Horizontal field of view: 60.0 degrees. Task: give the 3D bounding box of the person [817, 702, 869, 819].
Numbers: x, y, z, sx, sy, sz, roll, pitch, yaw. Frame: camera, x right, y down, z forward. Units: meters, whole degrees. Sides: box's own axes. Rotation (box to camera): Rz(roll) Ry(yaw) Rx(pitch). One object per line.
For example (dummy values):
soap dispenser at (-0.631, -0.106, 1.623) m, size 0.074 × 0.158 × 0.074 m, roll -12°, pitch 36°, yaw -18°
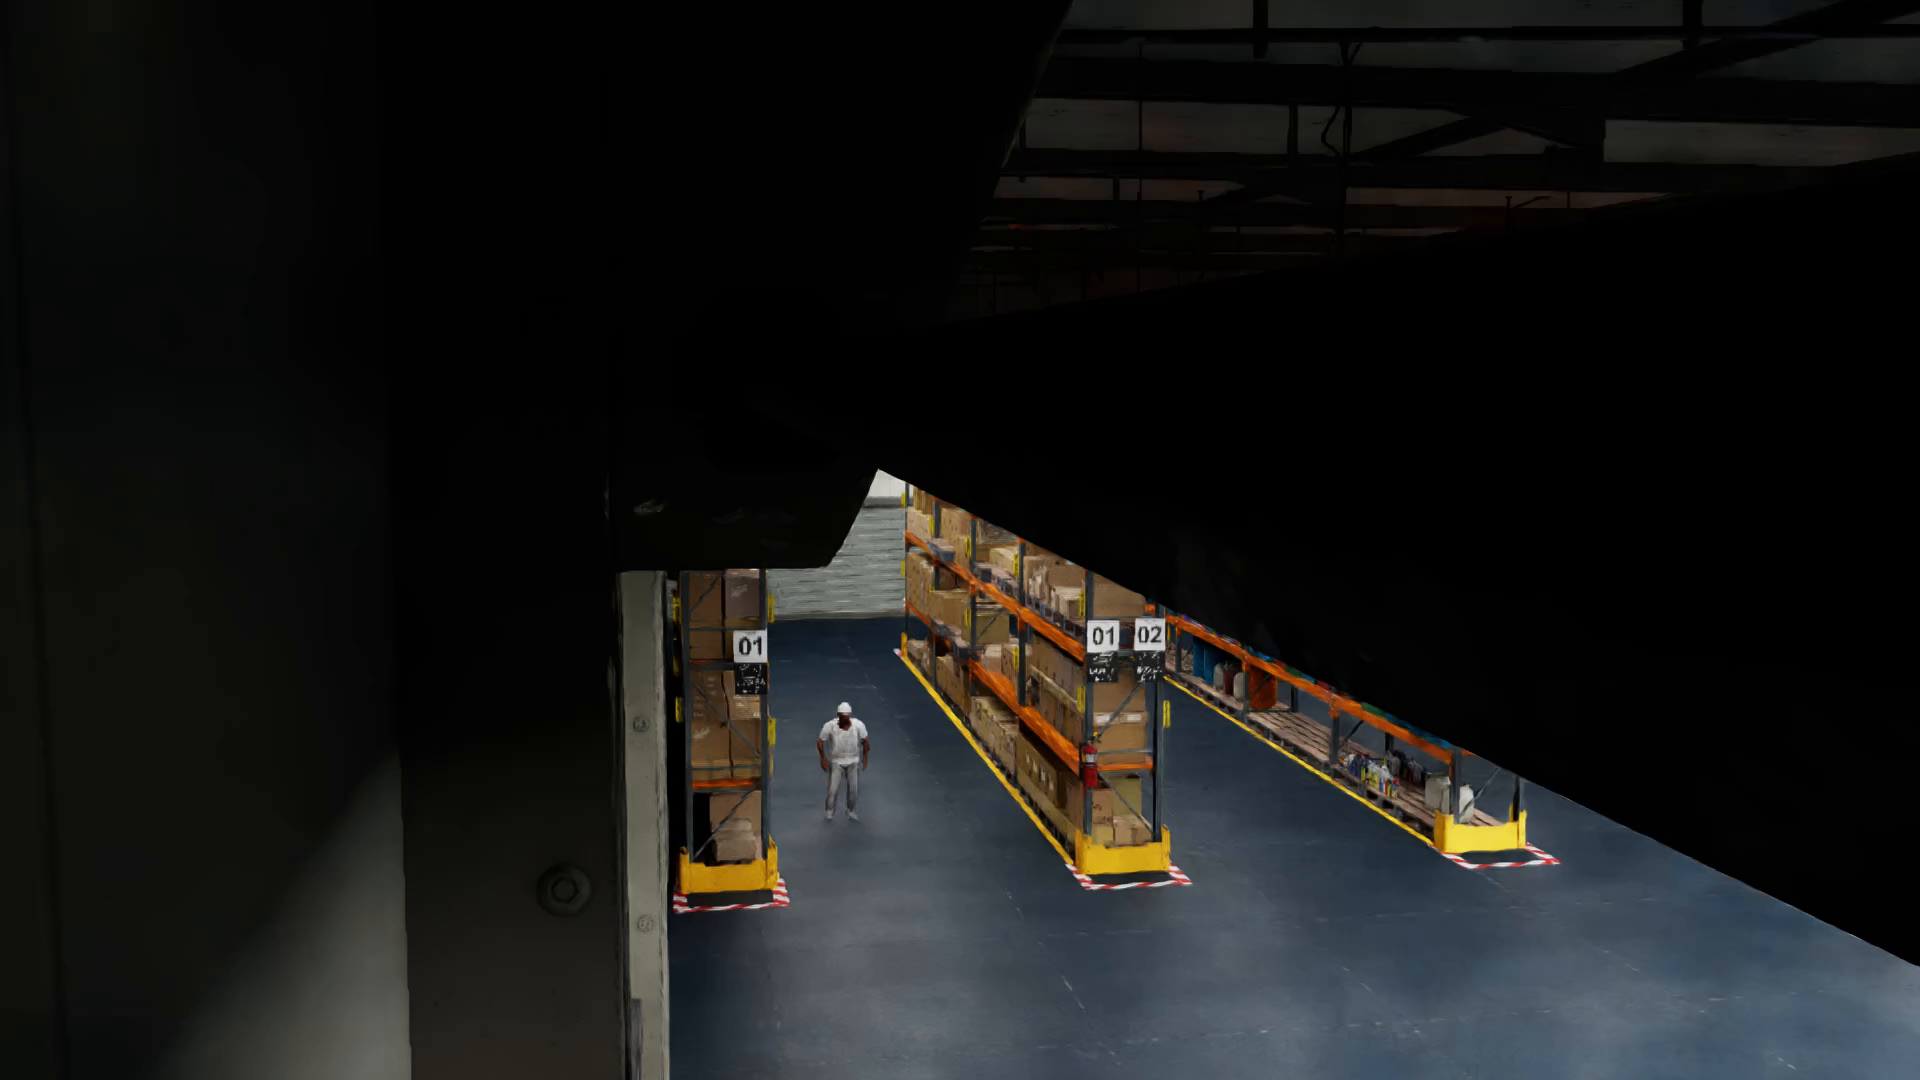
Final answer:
person at (-1.626, 3.083, 23.195) m, size 0.719 × 1.714 × 0.578 m, roll -1°, pitch 6°, yaw -11°
